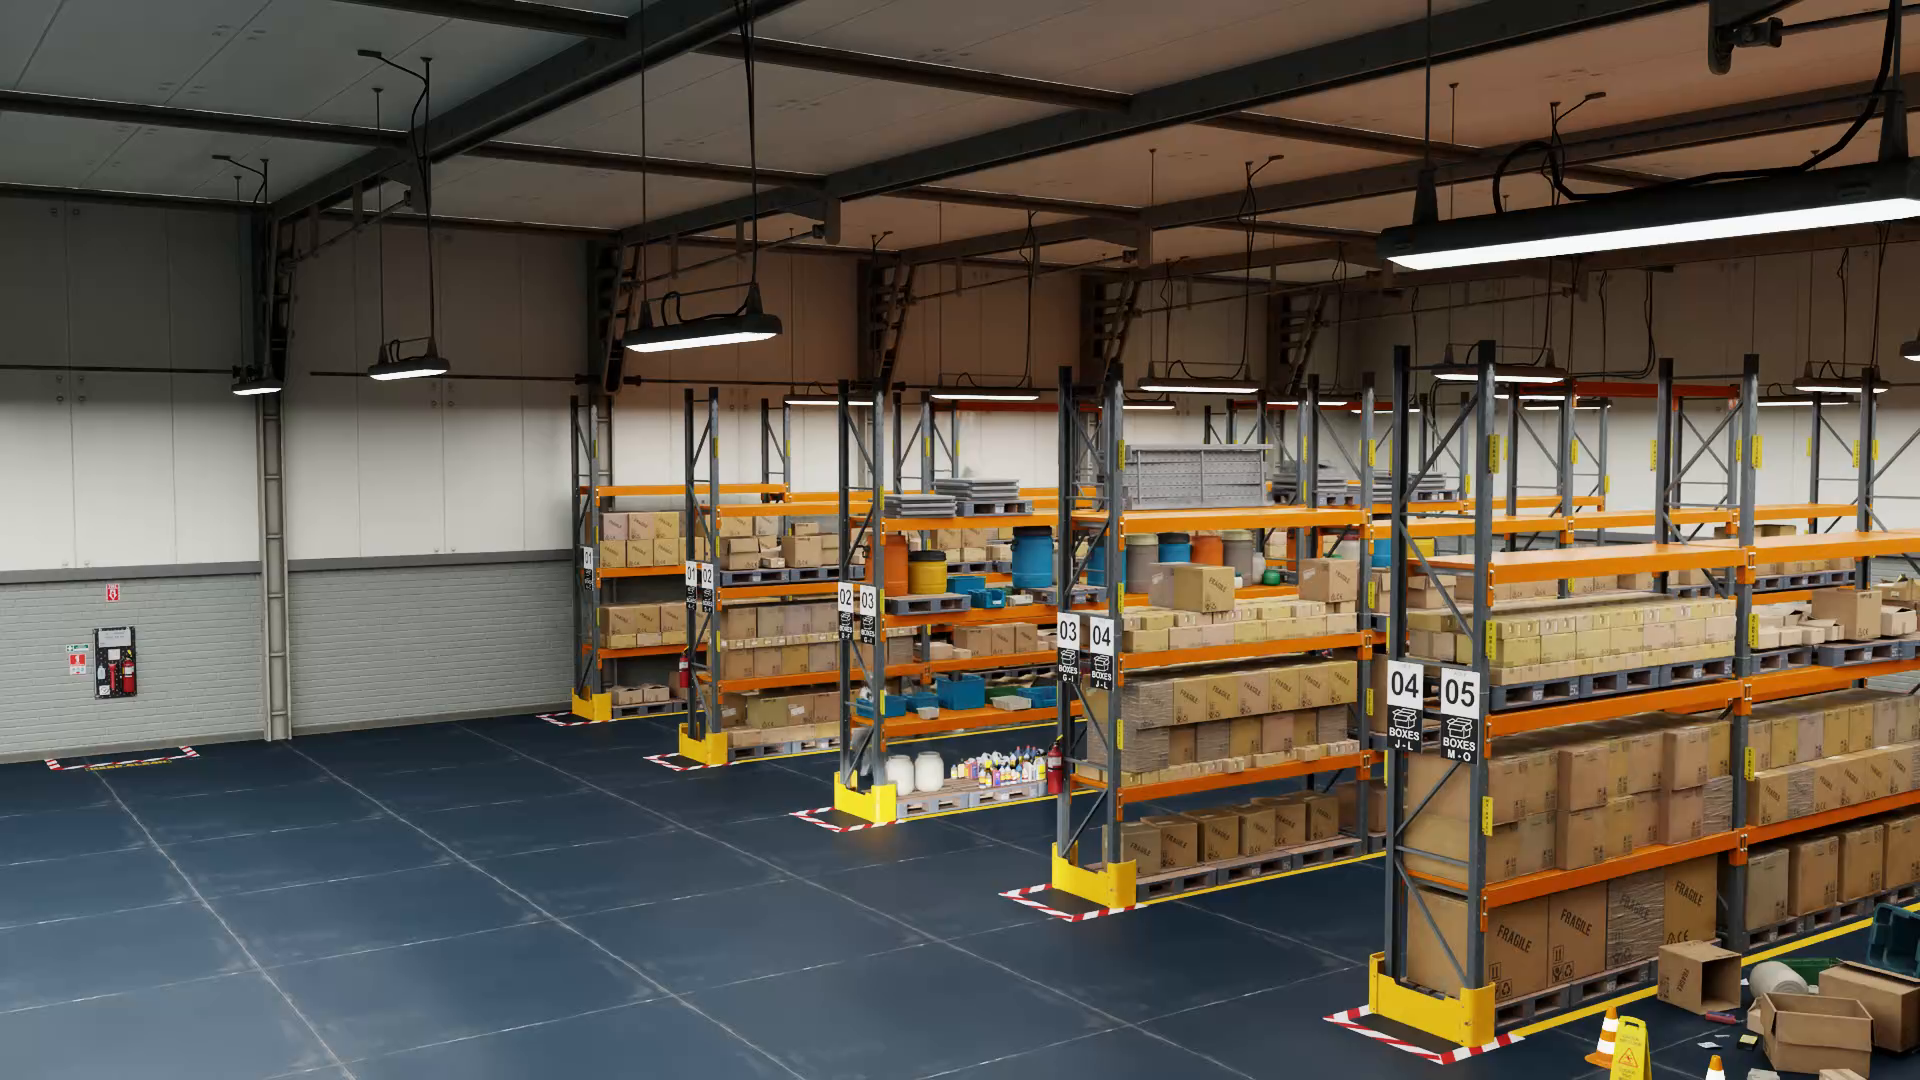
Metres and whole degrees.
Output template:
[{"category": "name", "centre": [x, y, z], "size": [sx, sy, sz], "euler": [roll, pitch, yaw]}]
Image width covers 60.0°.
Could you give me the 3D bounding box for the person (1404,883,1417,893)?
[{"category": "person", "centre": [4.878, 3.274, 17.414], "size": [0.616, 1.669, 0.590], "euler": [-2, 4, -36]}]

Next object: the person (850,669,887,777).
[{"category": "person", "centre": [-1.356, 2.805, 25.408], "size": [0.564, 1.670, 0.713], "euler": [3, 5, 42]}]
